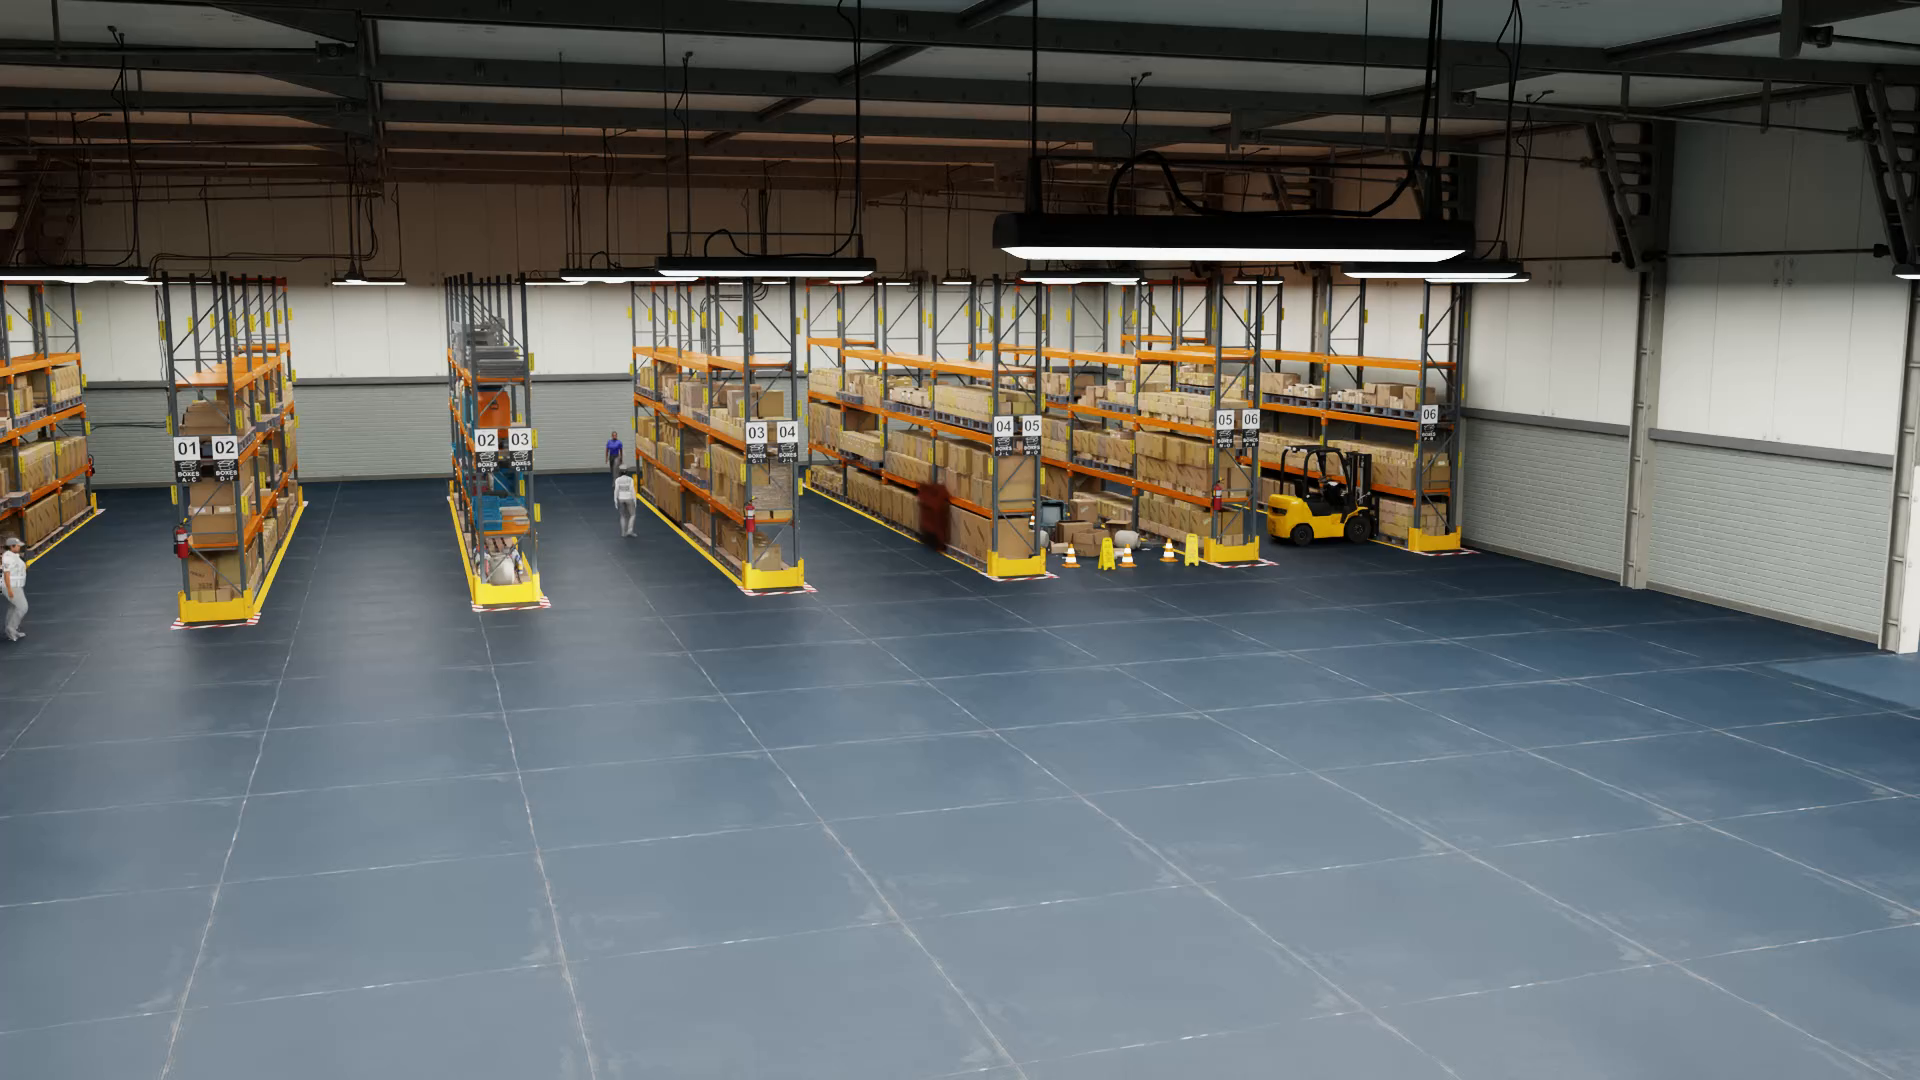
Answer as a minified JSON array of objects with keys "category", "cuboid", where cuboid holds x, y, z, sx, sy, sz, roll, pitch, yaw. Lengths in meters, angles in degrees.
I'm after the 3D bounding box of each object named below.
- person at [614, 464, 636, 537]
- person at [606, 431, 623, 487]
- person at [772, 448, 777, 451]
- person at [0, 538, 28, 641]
[{"category":"person","cuboid":[-7.753,-0.897,38.480,0.521,1.680,0.485,1,9,6]},{"category":"person","cuboid":[-10.021,-2.369,48.290,0.434,1.600,1.018,2,9,10]},{"category":"person","cuboid":[-5.207,-2.069,45.812,0.444,1.790,0.572,3,9,21]},{"category":"person","cuboid":[-15.530,0.799,27.304,0.433,1.687,0.502,-3,9,-17]}]
